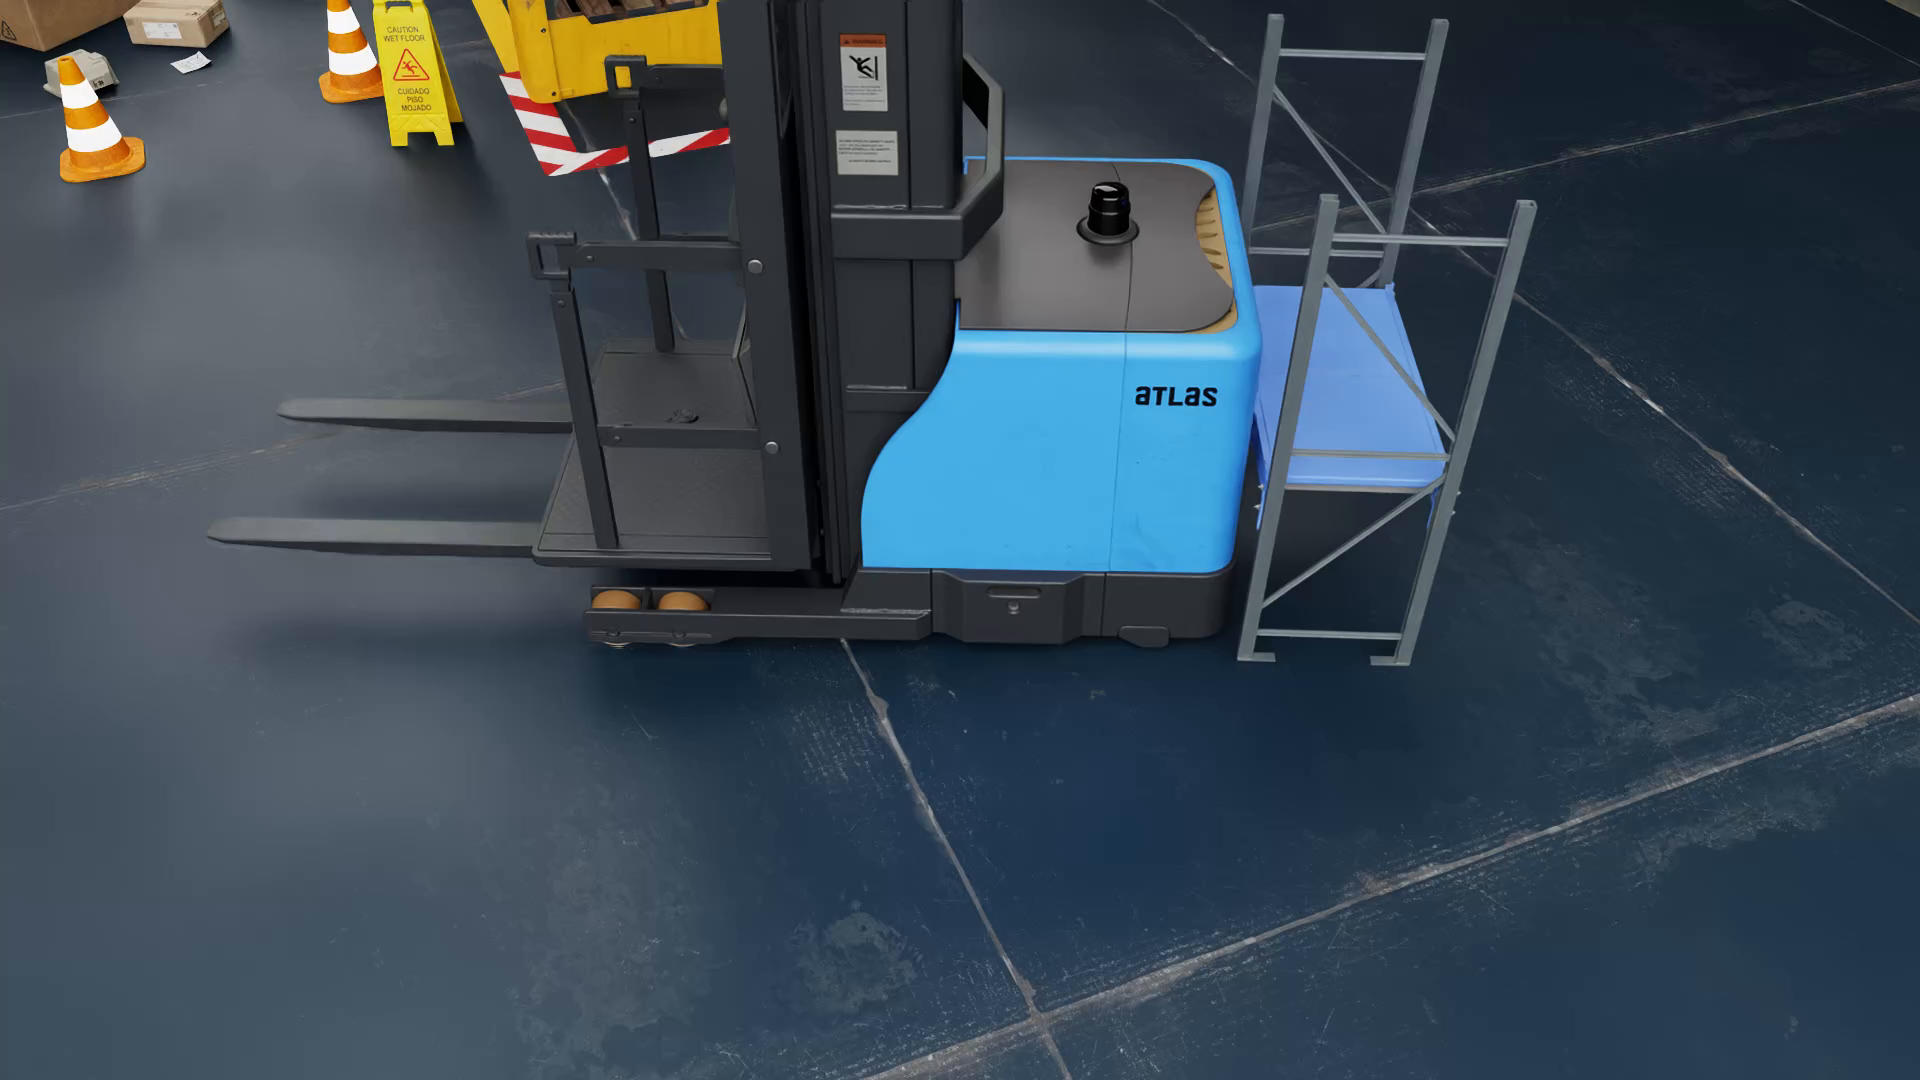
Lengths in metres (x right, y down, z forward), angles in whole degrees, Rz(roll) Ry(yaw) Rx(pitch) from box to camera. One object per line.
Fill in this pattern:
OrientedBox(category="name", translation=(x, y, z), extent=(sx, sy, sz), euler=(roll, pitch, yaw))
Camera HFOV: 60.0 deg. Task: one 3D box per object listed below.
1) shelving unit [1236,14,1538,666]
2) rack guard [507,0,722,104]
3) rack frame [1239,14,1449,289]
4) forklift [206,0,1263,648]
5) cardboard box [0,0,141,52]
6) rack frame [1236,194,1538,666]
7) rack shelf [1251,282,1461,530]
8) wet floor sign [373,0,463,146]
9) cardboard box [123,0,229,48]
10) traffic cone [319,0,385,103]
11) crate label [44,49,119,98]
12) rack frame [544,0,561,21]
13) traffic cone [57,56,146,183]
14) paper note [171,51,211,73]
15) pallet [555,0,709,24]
OrientedBox(category="shelving unit", translation=(1.082, -0.551, 4.732), extent=(0.538, 1.500, 1.048), euler=(2, 41, 0))
OrientedBox(category="rack guard", translation=(-1.458, -2.409, 7.668), extent=(1.175, 0.500, 0.348), euler=(-15, 43, -17))
OrientedBox(category="rack frame", translation=(1.093, -0.882, 5.117), extent=(0.500, 1.500, 0.032), euler=(2, 41, 0))
OrientedBox(category="forklift", translation=(-0.711, -1.142, 4.330), extent=(3.031, 2.935, 1.130), euler=(1, 41, 1))
OrientedBox(category="cardboard box", translation=(-4.440, -2.791, 8.109), extent=(0.637, 0.503, 0.797), euler=(19, 44, 20))
OrientedBox(category="rack frame", translation=(1.070, -0.220, 4.346), extent=(0.500, 1.500, 0.032), euler=(2, 41, 0))
OrientedBox(category="rack shelf", translation=(1.078, -0.415, 4.849), extent=(0.538, 0.185, 1.000), euler=(2, 41, 0))
OrientedBox(category="wet floor sign", translation=(-2.345, -2.037, 7.123), extent=(0.267, 0.644, 0.232), euler=(-2, 41, -2))
OrientedBox(category="cardboard box", translation=(-3.796, -2.515, 8.061), extent=(0.380, 0.149, 0.250), euler=(5, 41, 6))
OrientedBox(category="traffic cone", translation=(-2.785, -2.286, 7.553), extent=(0.336, 0.463, 0.334), euler=(-15, 43, -17))
OrientedBox(category="crate label", translation=(-4.039, -2.139, 7.632), extent=(0.298, 0.136, 0.250), euler=(27, 47, 27))
OrientedBox(category="rack frame", translation=(-1.429, -3.311, 6.799), extent=(1.000, 3.000, 0.127), euler=(-15, 43, -17))
OrientedBox(category="traffic cone", translation=(-3.681, -1.804, 6.993), extent=(0.336, 0.463, 0.334), euler=(-15, 43, -17))
OrientedBox(category="paper note", translation=(-3.630, -2.258, 7.852), extent=(0.148, 0.019, 0.142), euler=(-31, 49, -31))
OrientedBox(category="pallet", translation=(-1.736, -2.797, 8.341), extent=(1.003, 0.211, 1.213), euler=(-15, 43, -17))
